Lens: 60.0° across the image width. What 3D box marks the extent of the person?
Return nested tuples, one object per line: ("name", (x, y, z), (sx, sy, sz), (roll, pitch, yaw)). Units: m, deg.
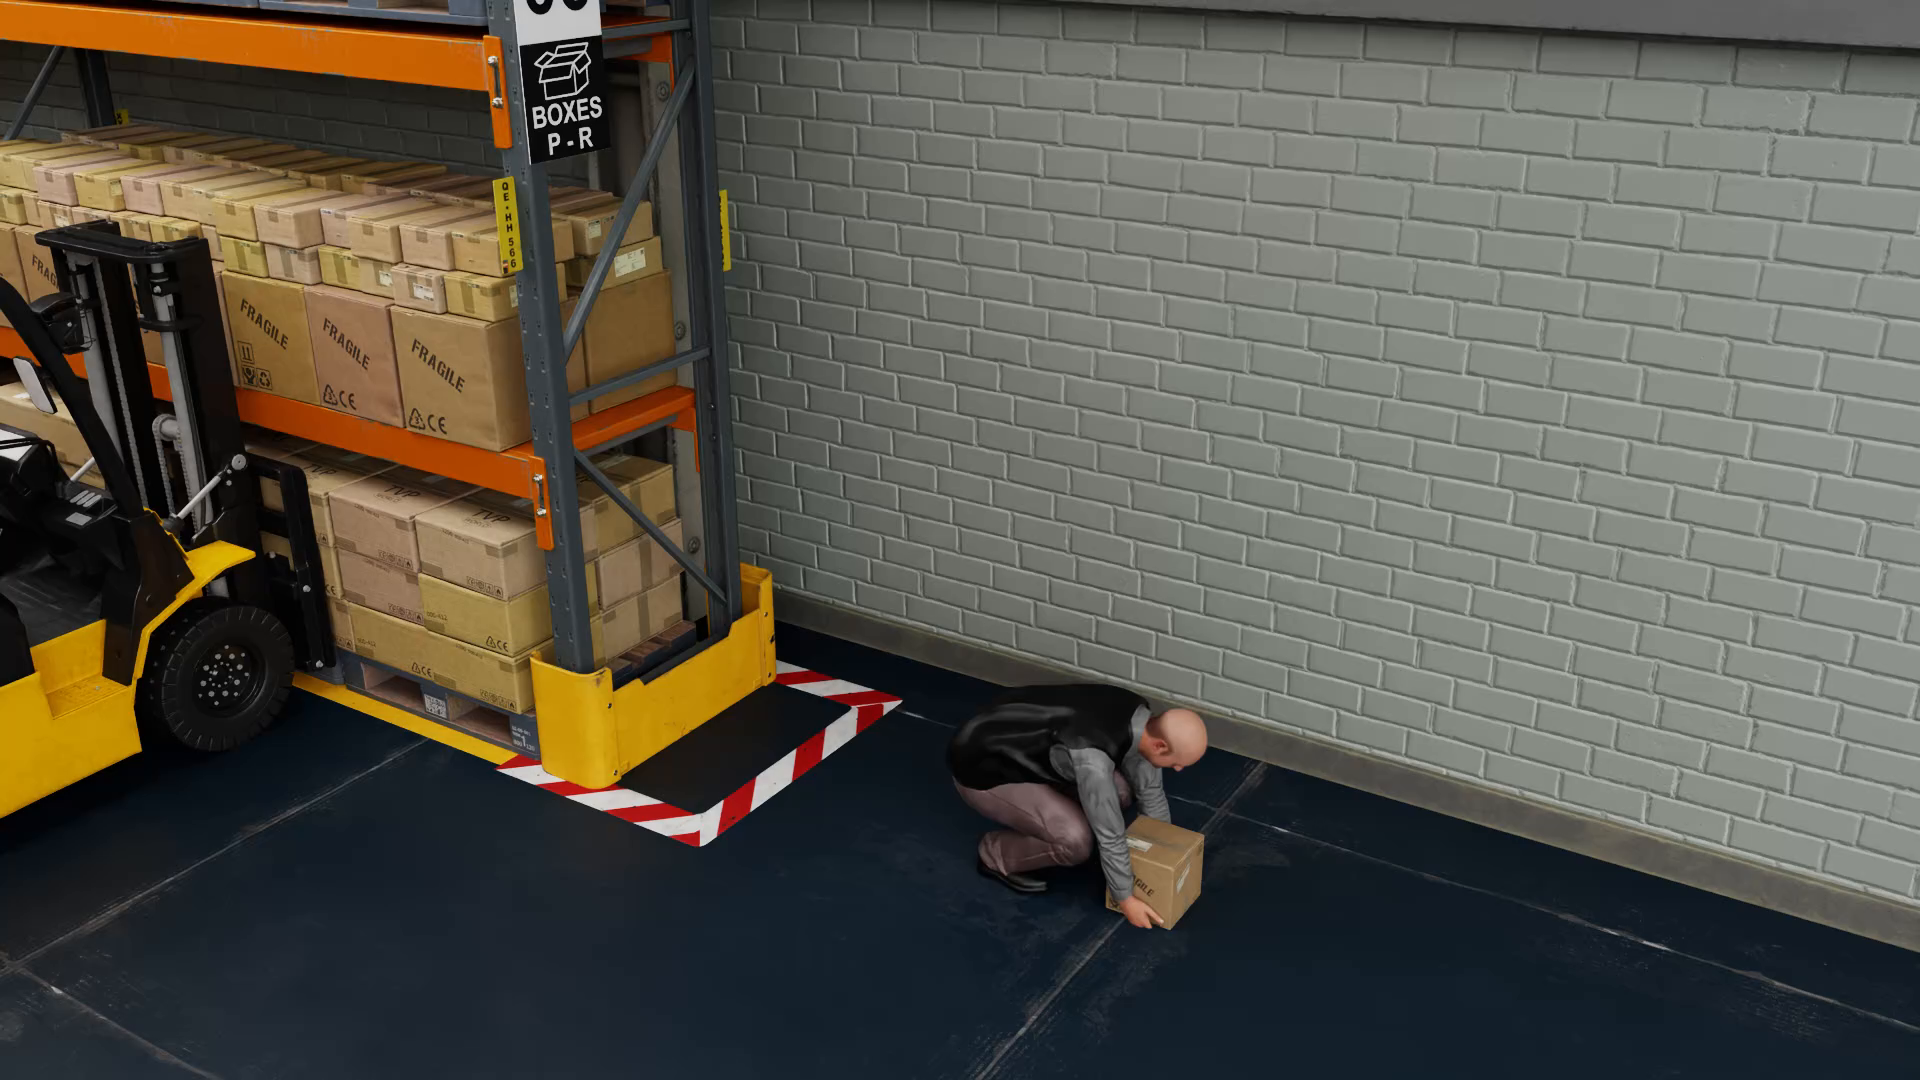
("person", (0.409, 0.897, 5.865), (0.913, 0.830, 0.523), (13, 26, 28))
